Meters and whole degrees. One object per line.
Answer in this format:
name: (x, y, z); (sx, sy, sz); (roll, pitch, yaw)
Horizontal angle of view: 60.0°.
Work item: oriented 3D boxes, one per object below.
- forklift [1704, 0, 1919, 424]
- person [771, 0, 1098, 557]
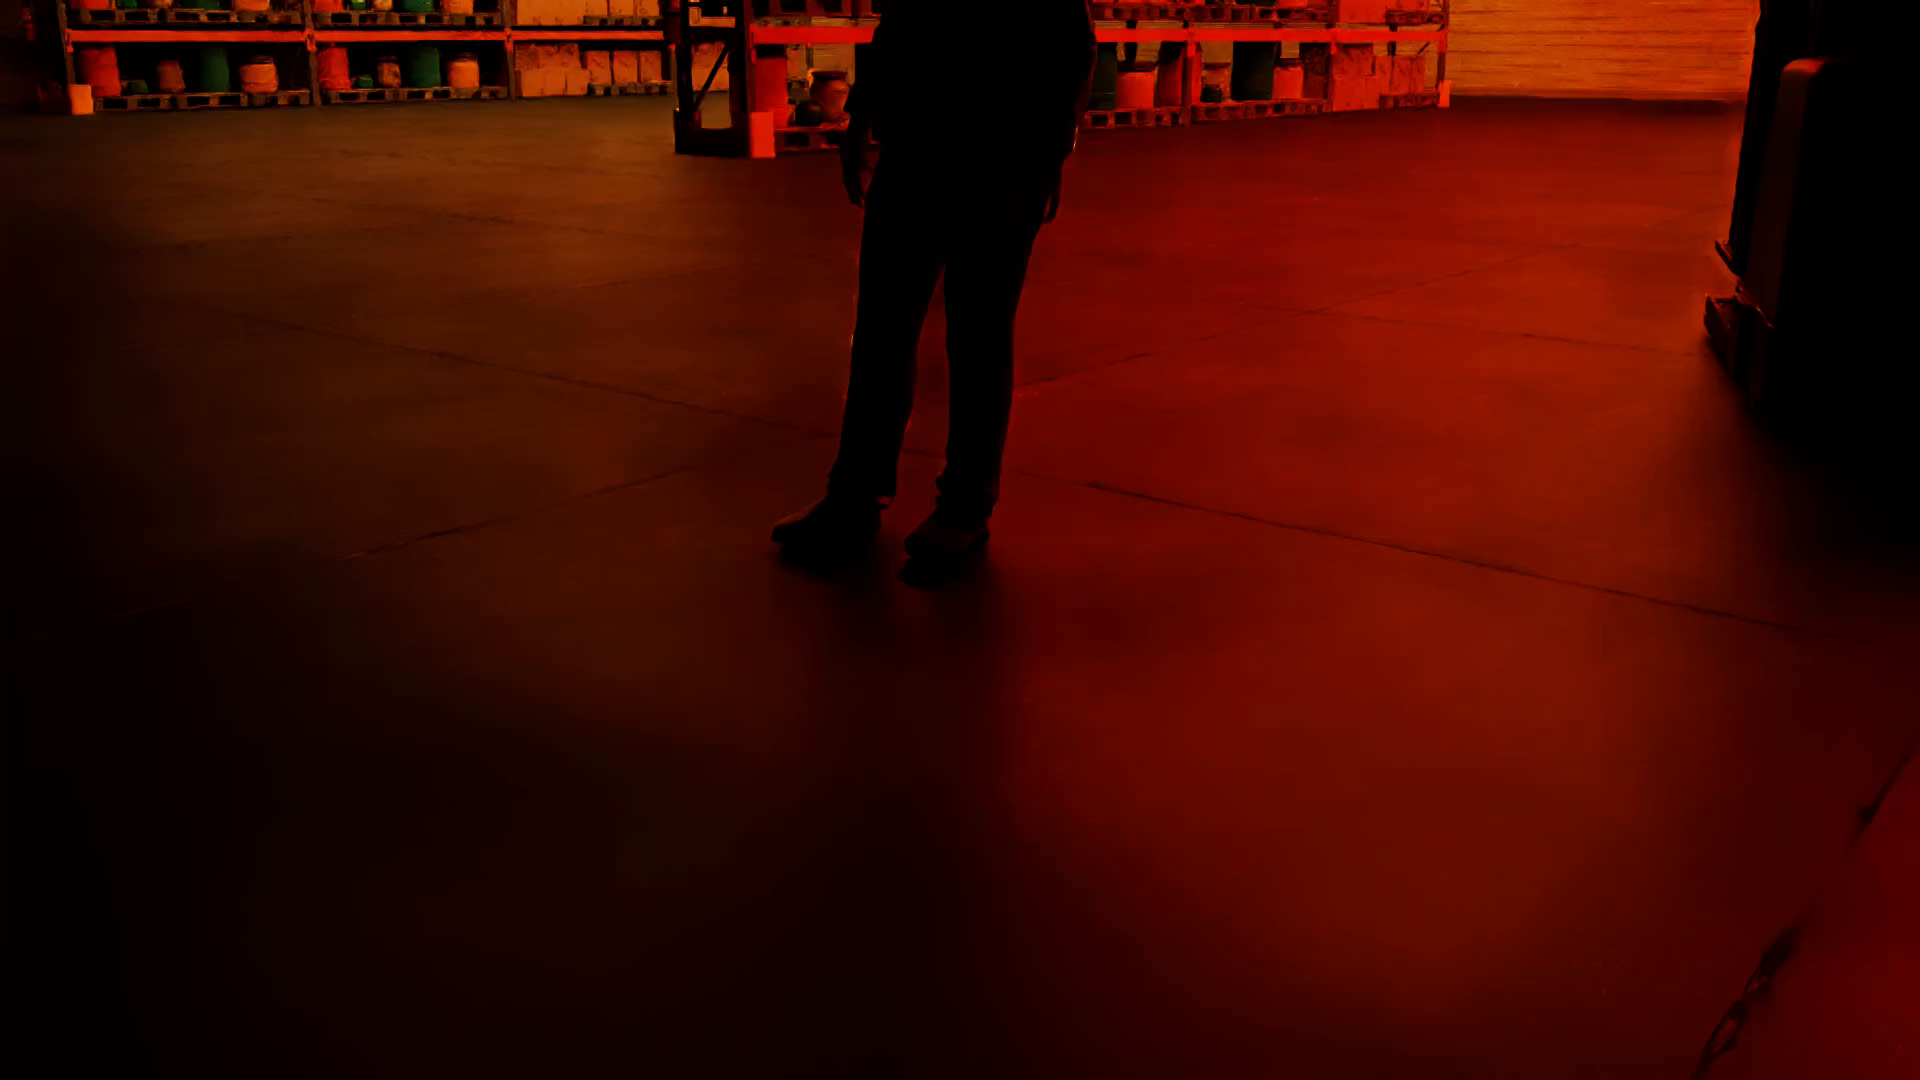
forklift: (3.403, -2.091, 5.784); (1.130, 2.935, 3.031); (6, 18, 19)
person: (-0.046, -0.843, 3.641); (0.632, 1.773, 0.567); (13, 21, 37)
